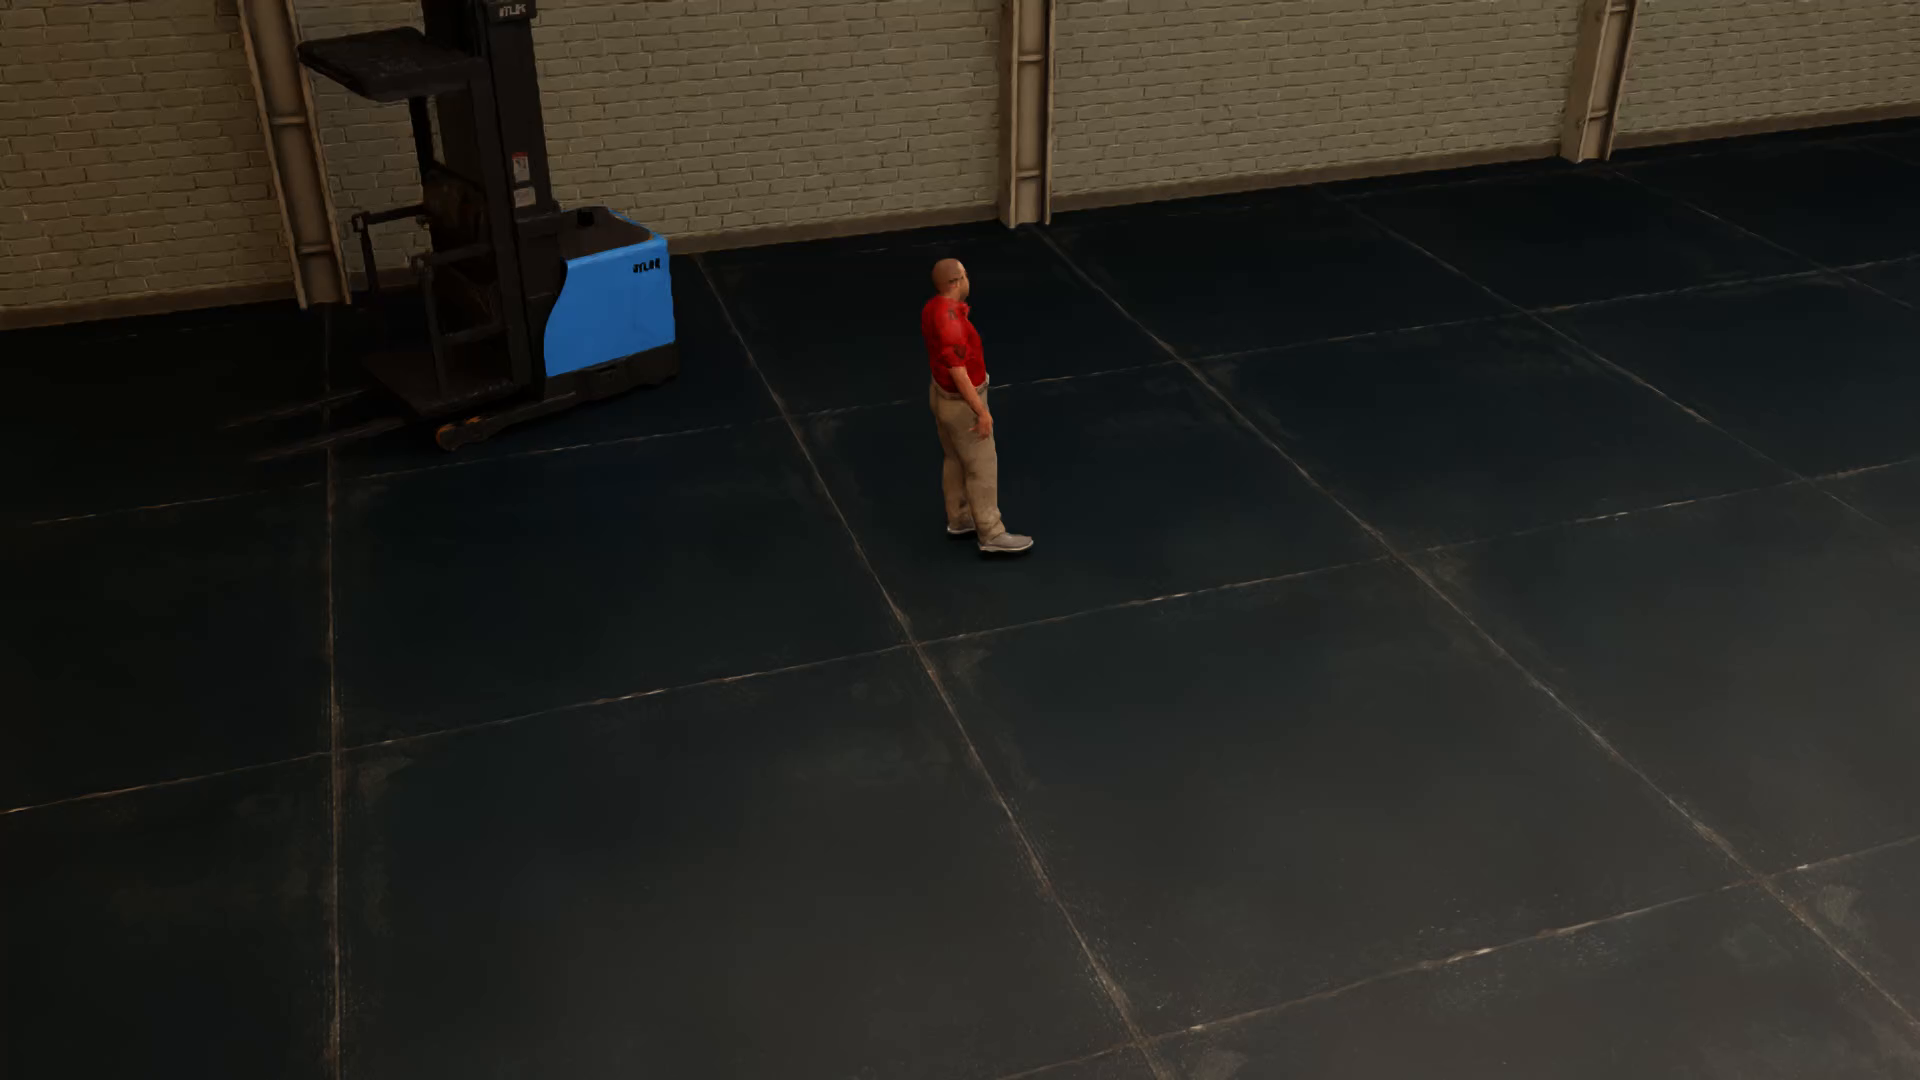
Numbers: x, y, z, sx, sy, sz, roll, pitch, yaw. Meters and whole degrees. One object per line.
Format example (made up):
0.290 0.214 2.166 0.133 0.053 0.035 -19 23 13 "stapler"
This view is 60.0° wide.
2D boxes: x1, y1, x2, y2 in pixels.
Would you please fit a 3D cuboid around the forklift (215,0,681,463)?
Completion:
-3.484 -2.163 10.846 3.031 2.935 1.130 -22 36 -33 "forklift"

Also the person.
0.089 -0.798 9.587 0.550 1.726 0.640 -10 31 -16 "person"
